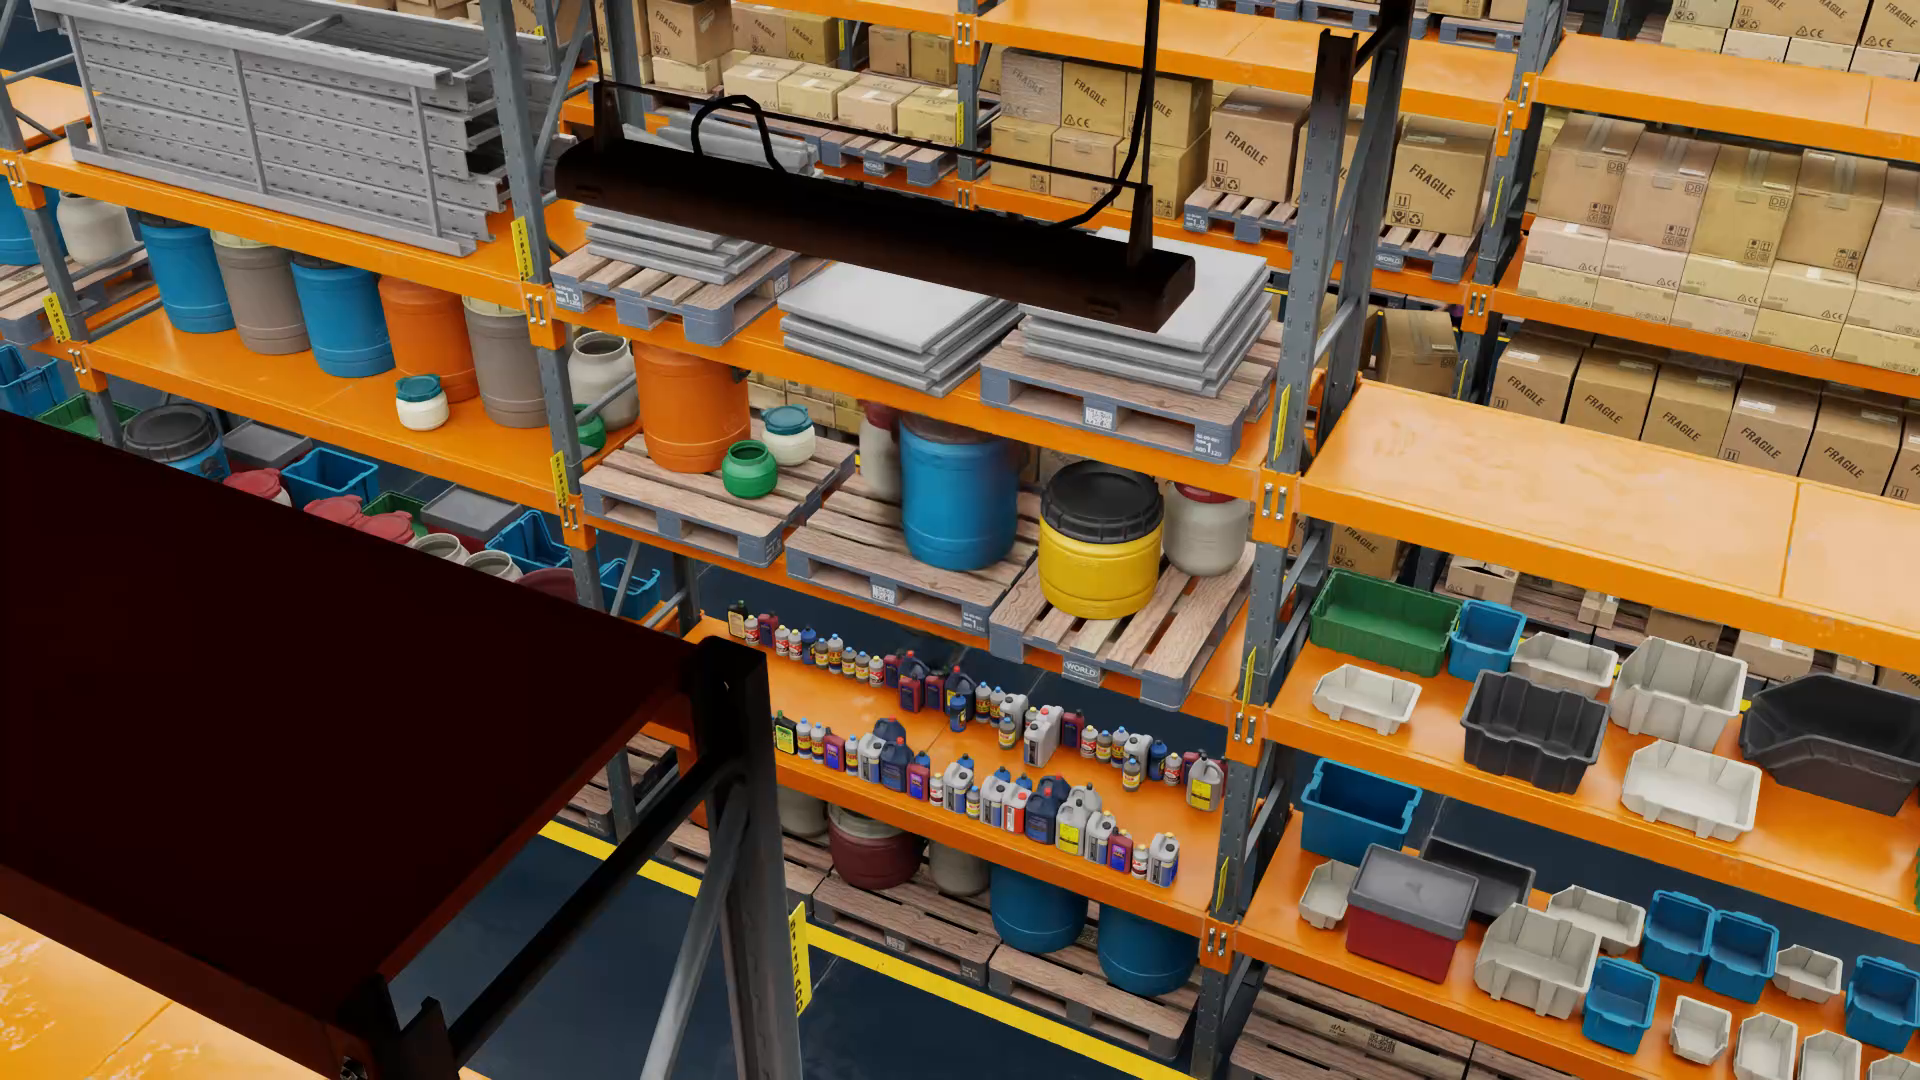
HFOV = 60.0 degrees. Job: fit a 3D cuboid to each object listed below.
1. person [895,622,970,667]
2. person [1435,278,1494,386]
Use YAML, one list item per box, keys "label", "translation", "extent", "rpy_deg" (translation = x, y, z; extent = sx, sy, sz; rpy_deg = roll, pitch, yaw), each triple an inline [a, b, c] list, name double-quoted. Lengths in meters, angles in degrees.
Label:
- label: "person"
  translation: [-0.245, 0.185, 11.995]
  extent: [0.767, 1.621, 0.626]
  rpy_deg: [7, 36, 10]
- label: "person"
  translation: [4.638, -2.196, 15.618]
  extent: [0.968, 1.546, 0.435]
  rpy_deg: [9, 36, 12]
